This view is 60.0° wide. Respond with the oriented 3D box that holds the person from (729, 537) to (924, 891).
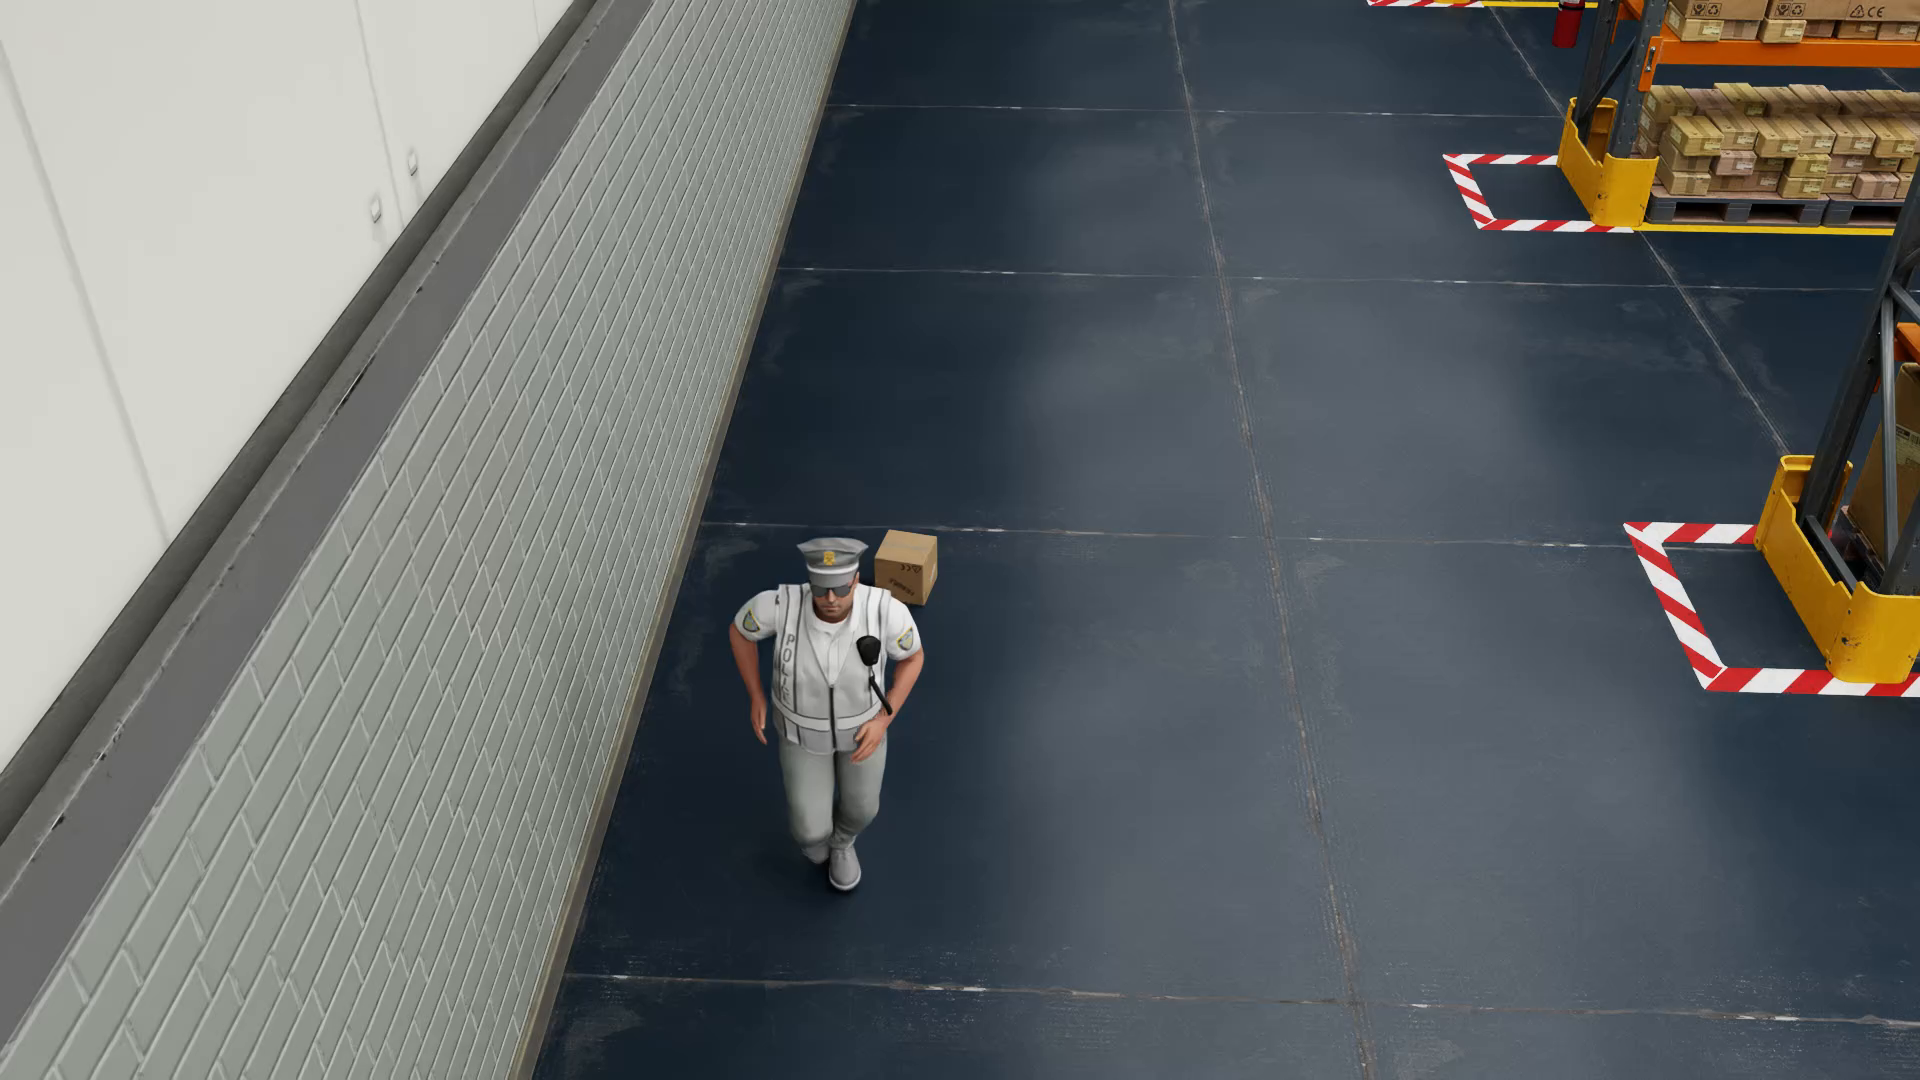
[{"bbox_3d":[-0.478,0.660,6.188,0.701,1.731,0.529,-4,36,-6],"label":"person"}]
